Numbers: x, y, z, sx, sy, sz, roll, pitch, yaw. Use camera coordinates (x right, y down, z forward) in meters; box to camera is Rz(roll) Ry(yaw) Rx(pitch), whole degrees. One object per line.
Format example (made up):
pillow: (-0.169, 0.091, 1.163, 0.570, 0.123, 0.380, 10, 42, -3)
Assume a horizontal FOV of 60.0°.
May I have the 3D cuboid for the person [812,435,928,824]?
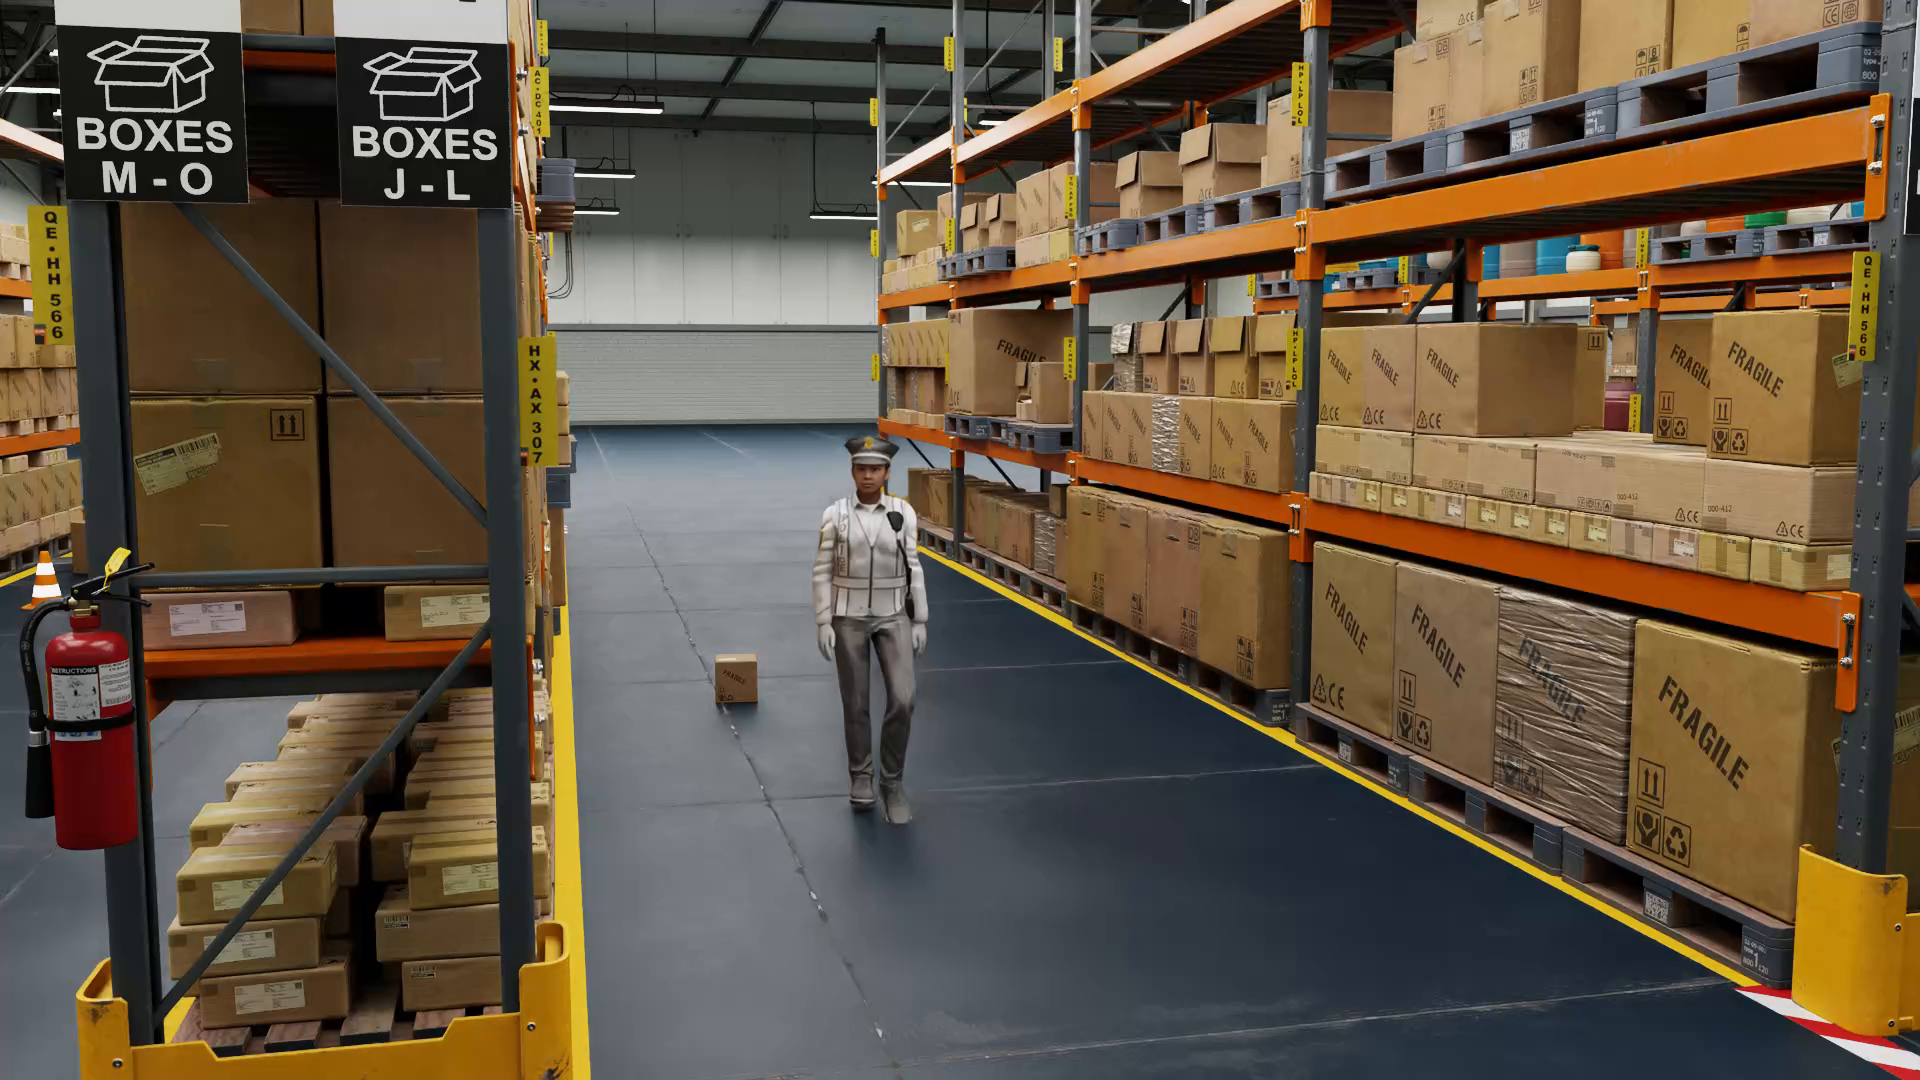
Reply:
person: (-0.401, 0.402, 7.453, 0.522, 1.747, 0.496, 0, 6, -3)
